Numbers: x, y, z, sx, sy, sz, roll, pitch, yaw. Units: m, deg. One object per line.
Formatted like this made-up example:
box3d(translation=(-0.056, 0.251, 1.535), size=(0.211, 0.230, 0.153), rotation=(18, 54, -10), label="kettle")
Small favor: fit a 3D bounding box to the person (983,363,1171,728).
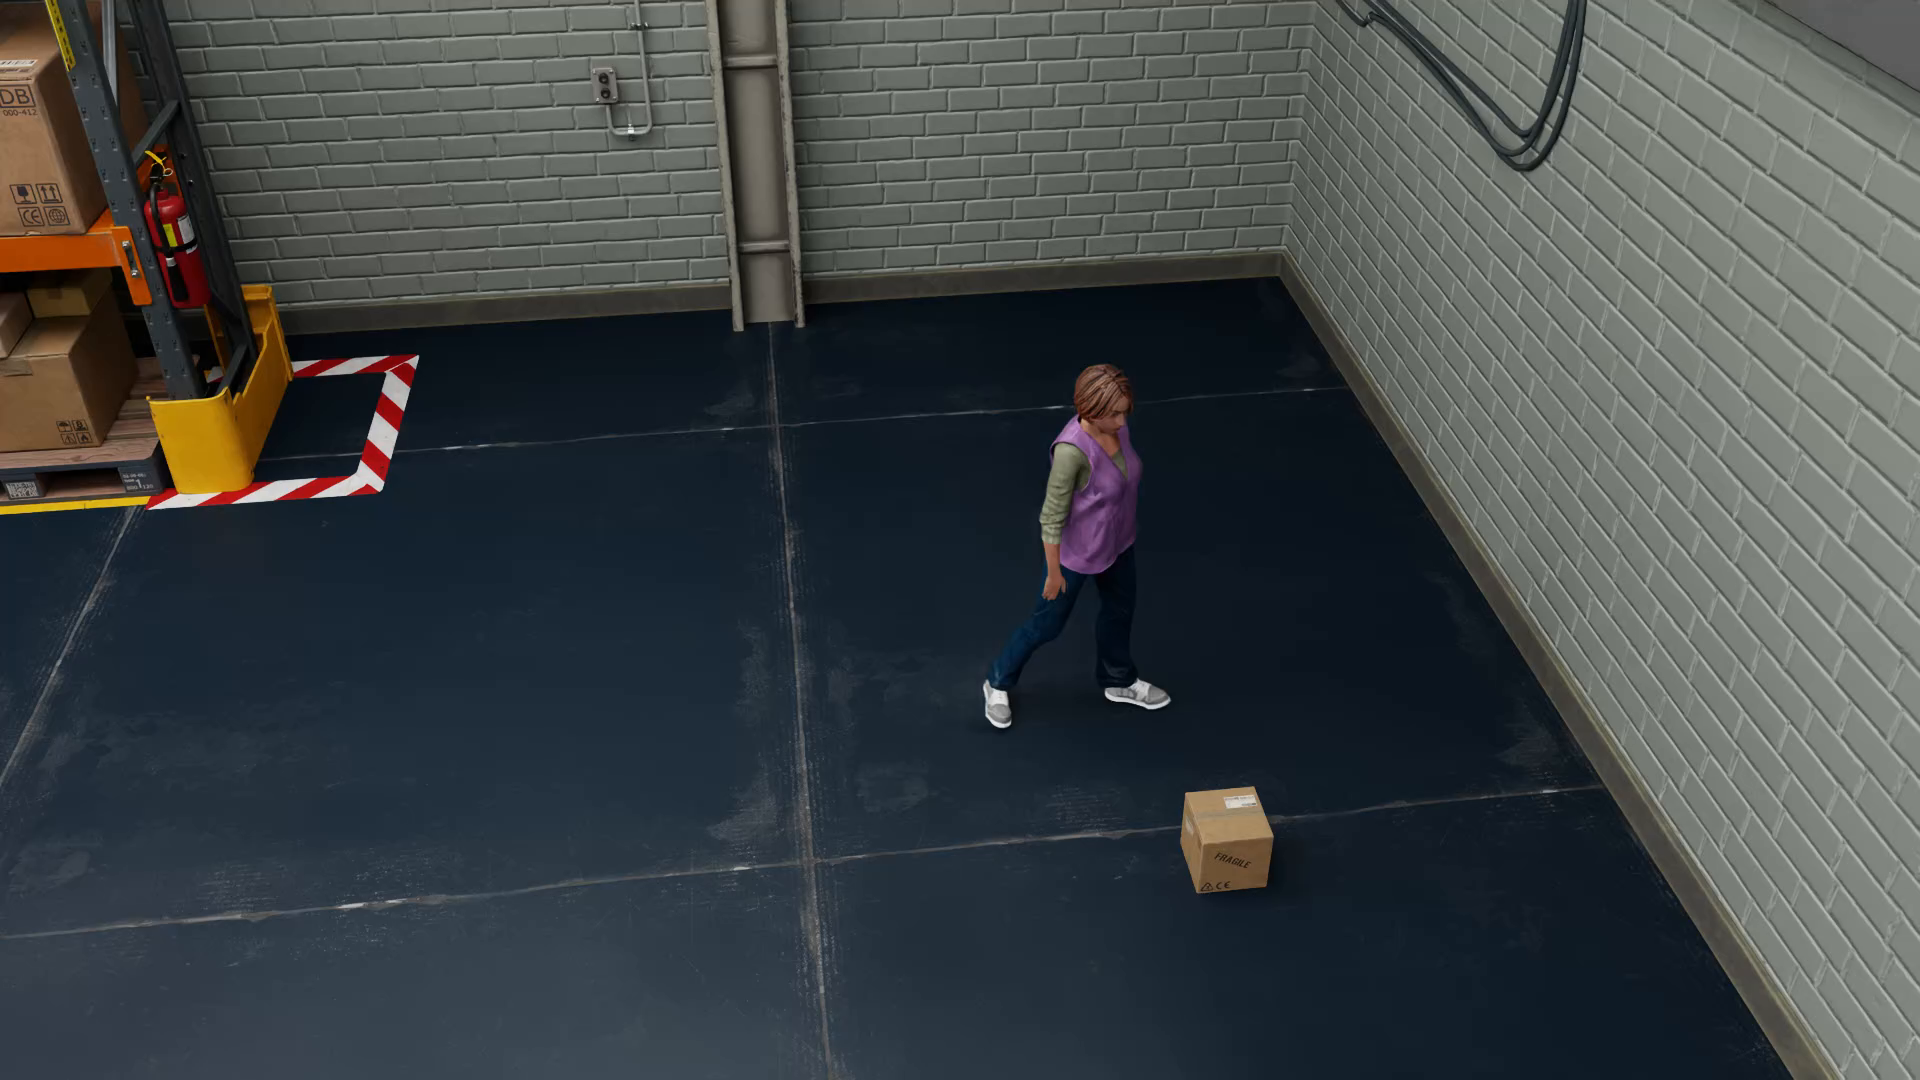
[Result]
box3d(translation=(0.424, 0.031, 6.109), size=(0.620, 1.567, 0.582), rotation=(25, 42, 31), label="person")
